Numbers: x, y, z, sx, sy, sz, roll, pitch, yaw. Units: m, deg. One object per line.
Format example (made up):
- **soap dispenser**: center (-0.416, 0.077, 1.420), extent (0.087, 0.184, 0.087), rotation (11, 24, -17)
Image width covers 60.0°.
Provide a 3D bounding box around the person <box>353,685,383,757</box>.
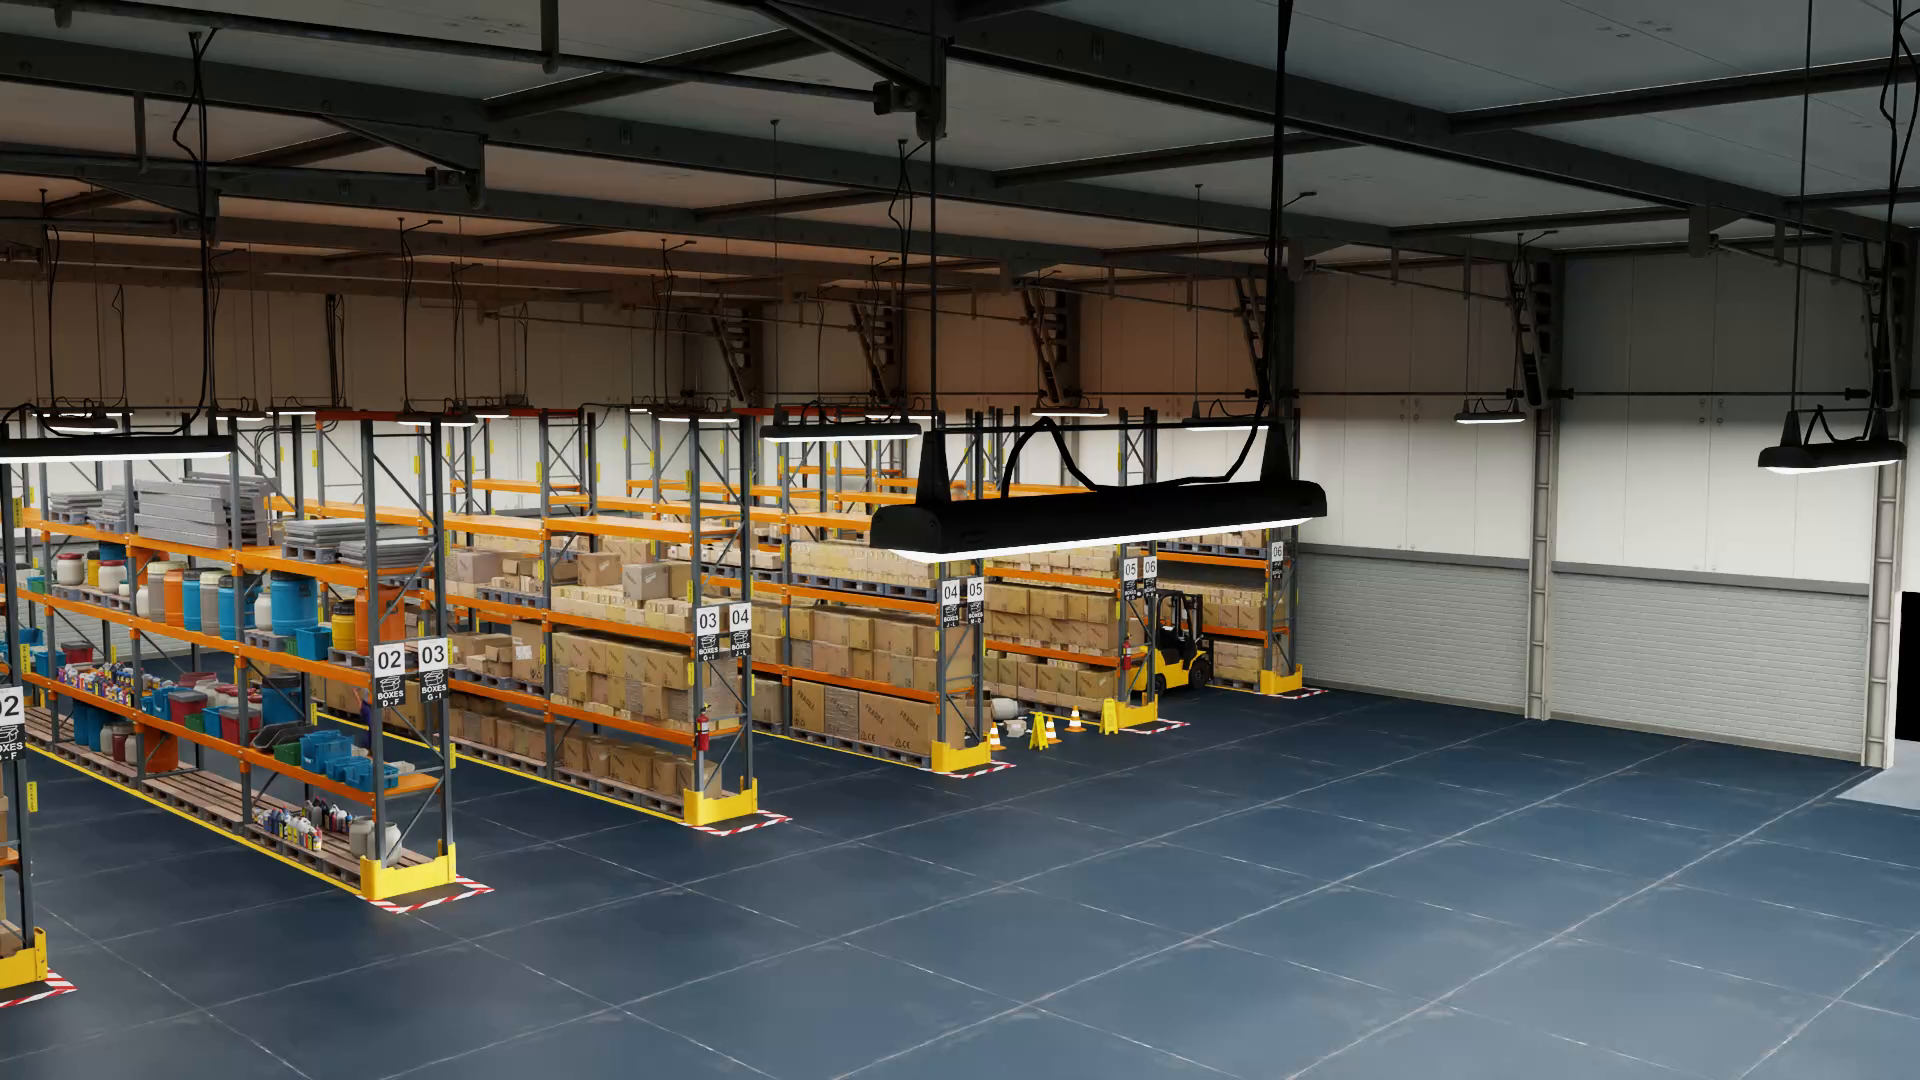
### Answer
- **person**: center (-10.234, 2.970, 28.978), extent (0.784, 1.665, 0.527), rotation (4, 6, 39)
